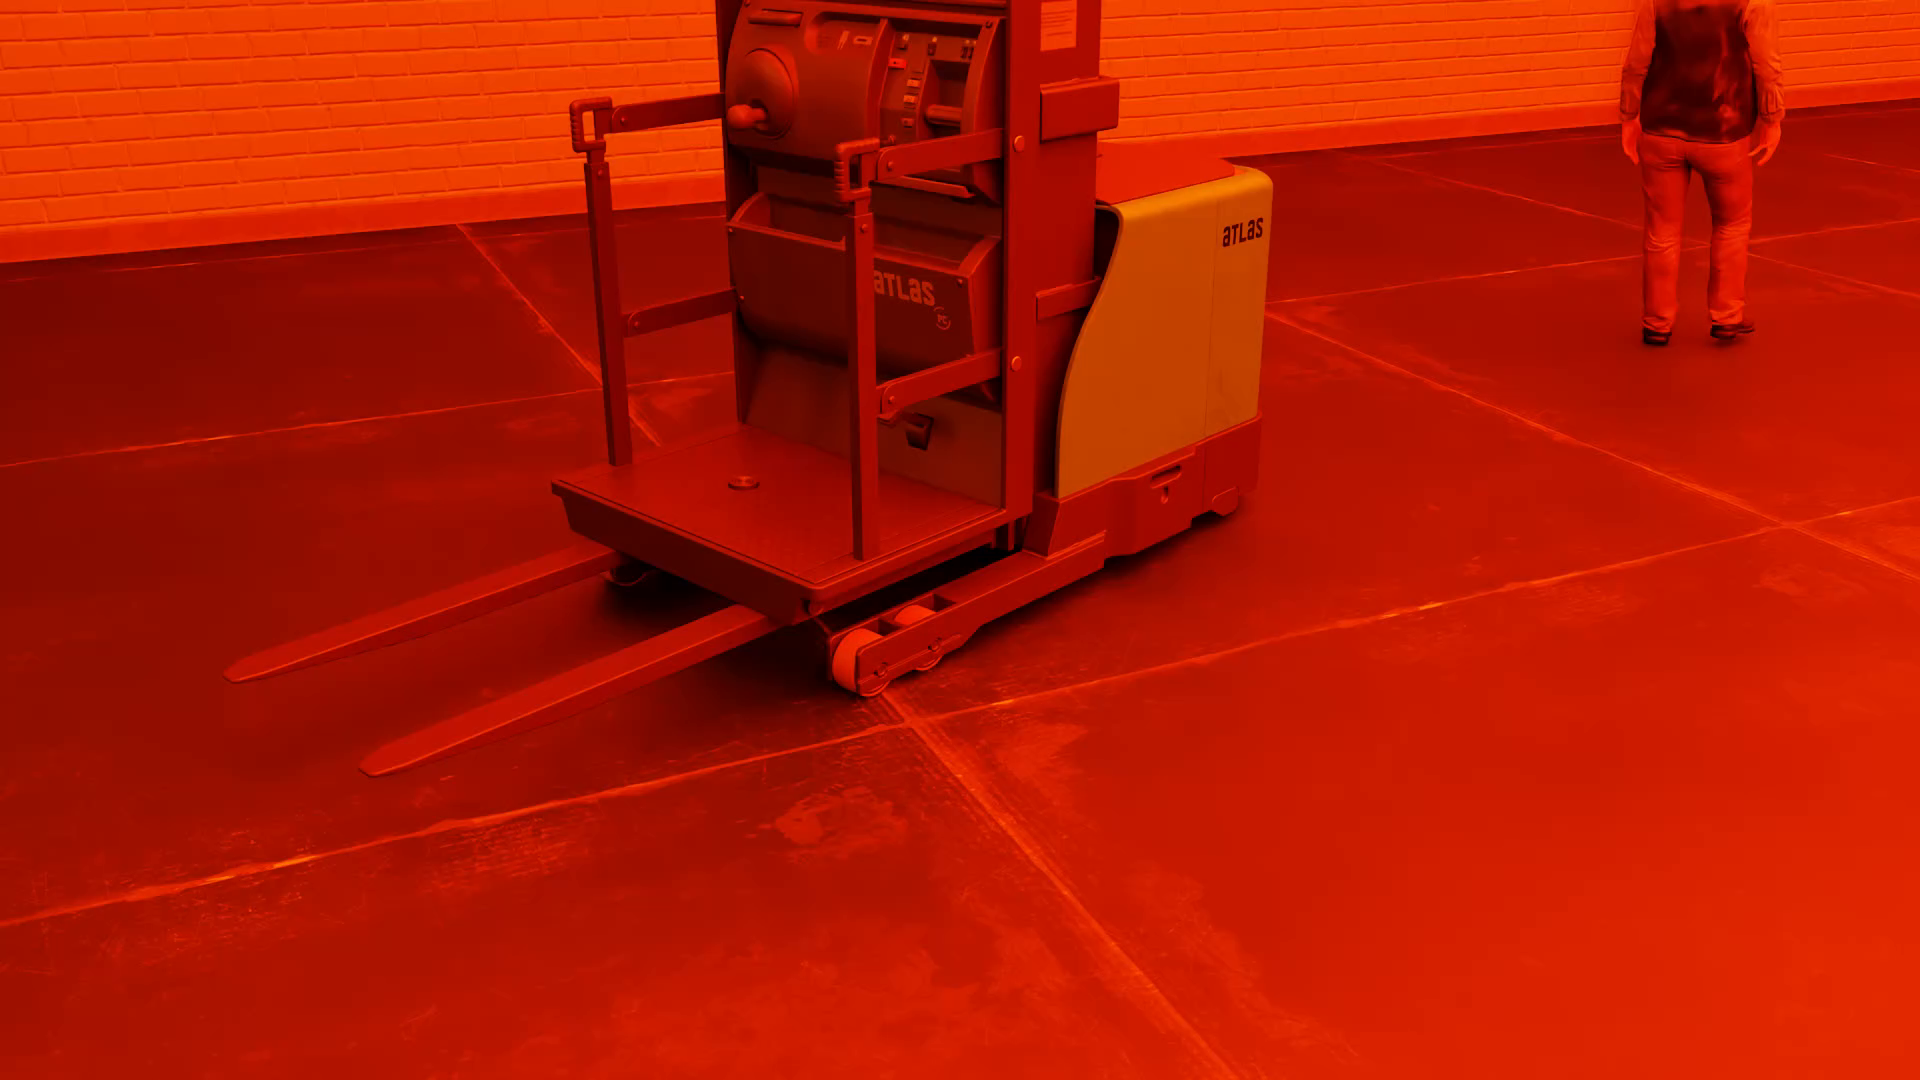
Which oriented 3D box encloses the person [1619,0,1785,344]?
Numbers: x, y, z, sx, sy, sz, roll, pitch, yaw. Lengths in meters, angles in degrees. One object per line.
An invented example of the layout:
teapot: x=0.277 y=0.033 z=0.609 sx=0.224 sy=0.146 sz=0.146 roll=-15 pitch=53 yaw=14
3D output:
person: x=3.047 y=-1.664 z=6.855 sx=0.636 sy=1.721 sz=0.576 roll=14 pitch=27 yaw=31

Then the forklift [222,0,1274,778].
forklift: x=-0.413 y=-1.182 z=4.131 sx=1.130 sy=2.935 sz=3.031 roll=19 pitch=29 yaw=39
